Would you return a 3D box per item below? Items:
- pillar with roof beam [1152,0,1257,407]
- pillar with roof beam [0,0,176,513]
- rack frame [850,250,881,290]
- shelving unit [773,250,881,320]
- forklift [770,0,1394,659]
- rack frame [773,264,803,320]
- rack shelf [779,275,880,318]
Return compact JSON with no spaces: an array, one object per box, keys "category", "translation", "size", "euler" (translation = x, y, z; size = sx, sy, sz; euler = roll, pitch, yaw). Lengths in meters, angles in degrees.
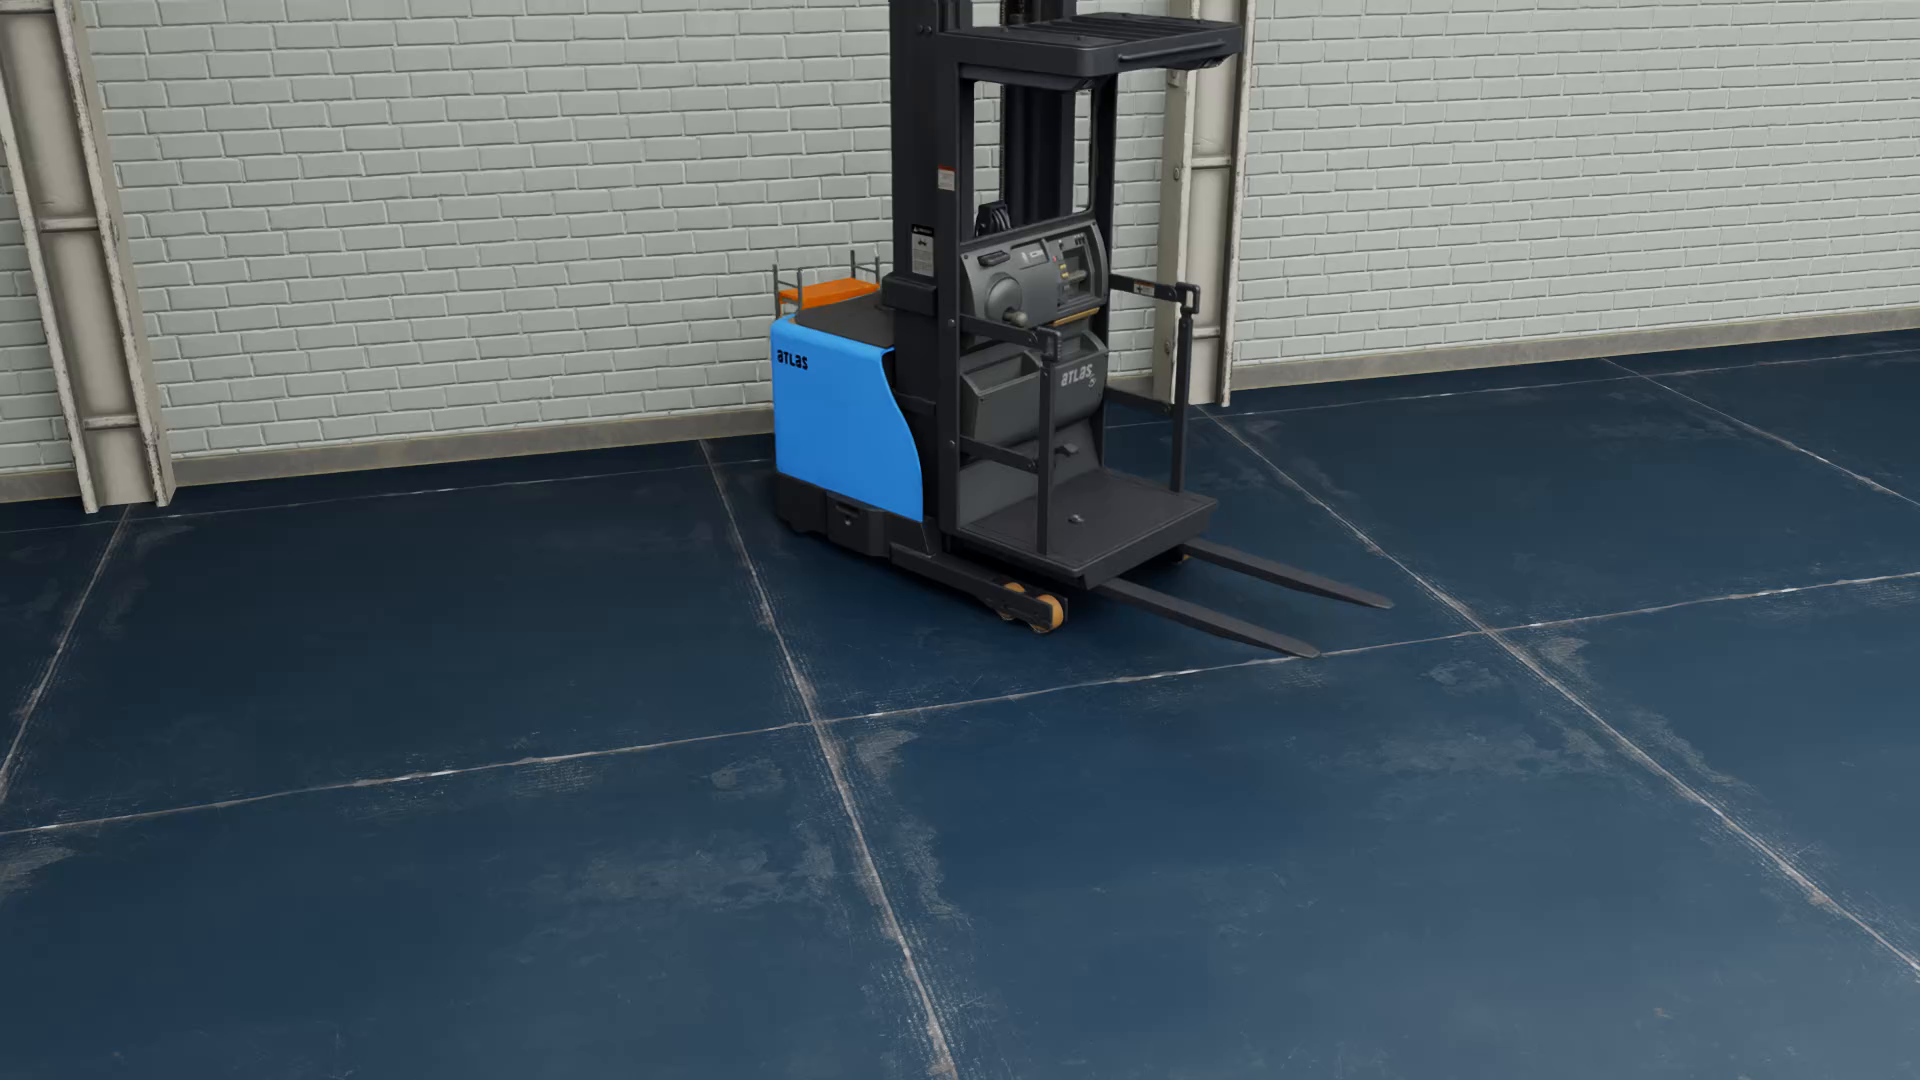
[{"category":"pillar with roof beam","translation":[2.580,-3.357,4.661],"size":[0.400,9.000,9.100],"euler":[-6,24,-14]},{"category":"pillar with roof beam","translation":[-3.197,-2.718,3.171],"size":[0.400,9.000,9.100],"euler":[-6,24,-14]},{"category":"rack frame","translation":[-0.486,-0.938,8.904],"size":[0.015,1.200,0.240],"euler":[-18,27,-36]},{"category":"shelving unit","translation":[-0.674,-0.877,8.762],"size":[0.503,1.200,0.258],"euler":[-18,27,-36]},{"category":"forklift","translation":[0.498,-1.172,7.264],"size":[3.031,2.935,1.130],"euler":[20,30,38]},{"category":"rack frame","translation":[-0.863,-0.816,8.620],"size":[0.015,1.200,0.240],"euler":[-18,27,-36]},{"category":"rack shelf","translation":[-0.682,-1.242,8.616],"size":[0.480,0.148,0.258],"euler":[-18,27,-36]}]
